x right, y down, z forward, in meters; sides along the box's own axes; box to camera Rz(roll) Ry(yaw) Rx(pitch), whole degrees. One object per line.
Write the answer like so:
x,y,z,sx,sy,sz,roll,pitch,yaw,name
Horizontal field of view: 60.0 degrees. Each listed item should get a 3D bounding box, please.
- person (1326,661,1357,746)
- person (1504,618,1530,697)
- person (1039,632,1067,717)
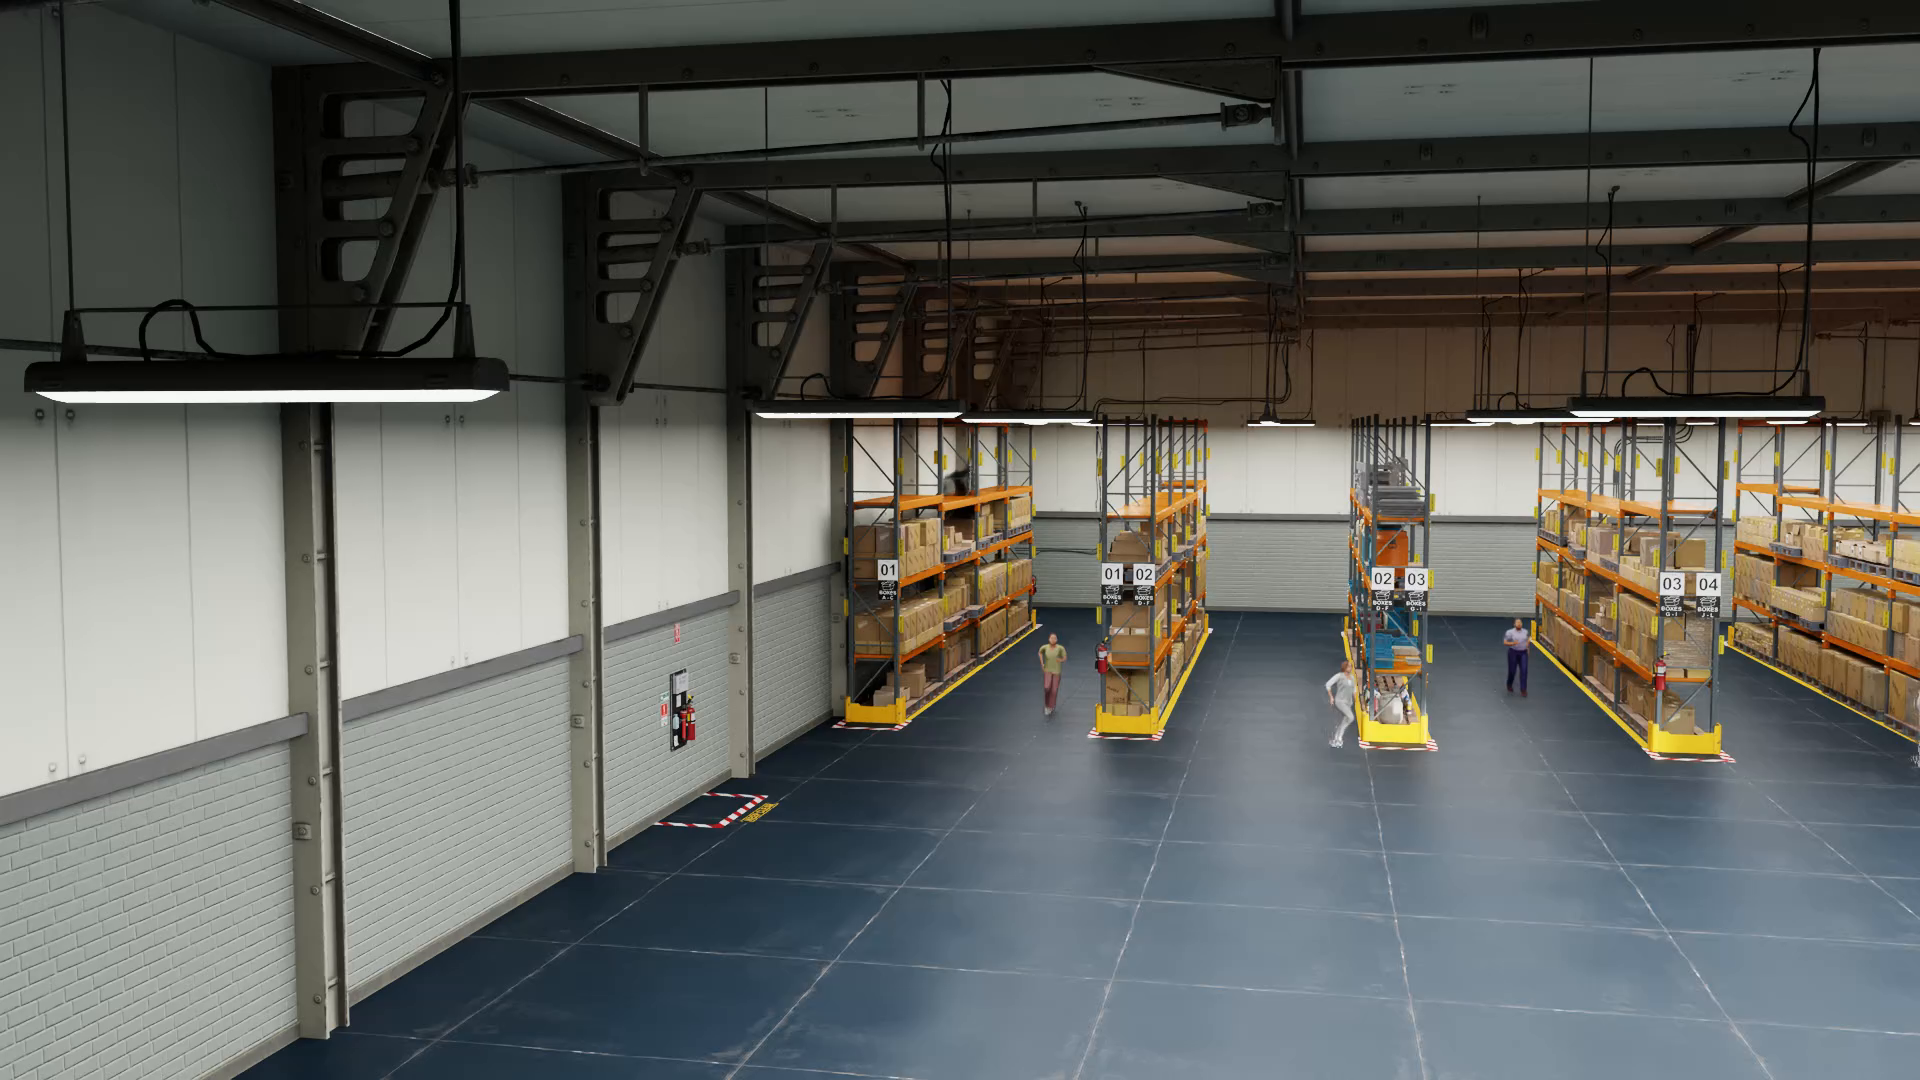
6.936,2.947,29.922,0.515,1.543,0.584,-2,4,-30,person
11.959,2.491,35.698,0.583,1.645,0.913,0,4,4,person
1.863,2.684,33.329,0.563,1.663,0.735,0,4,1,person
